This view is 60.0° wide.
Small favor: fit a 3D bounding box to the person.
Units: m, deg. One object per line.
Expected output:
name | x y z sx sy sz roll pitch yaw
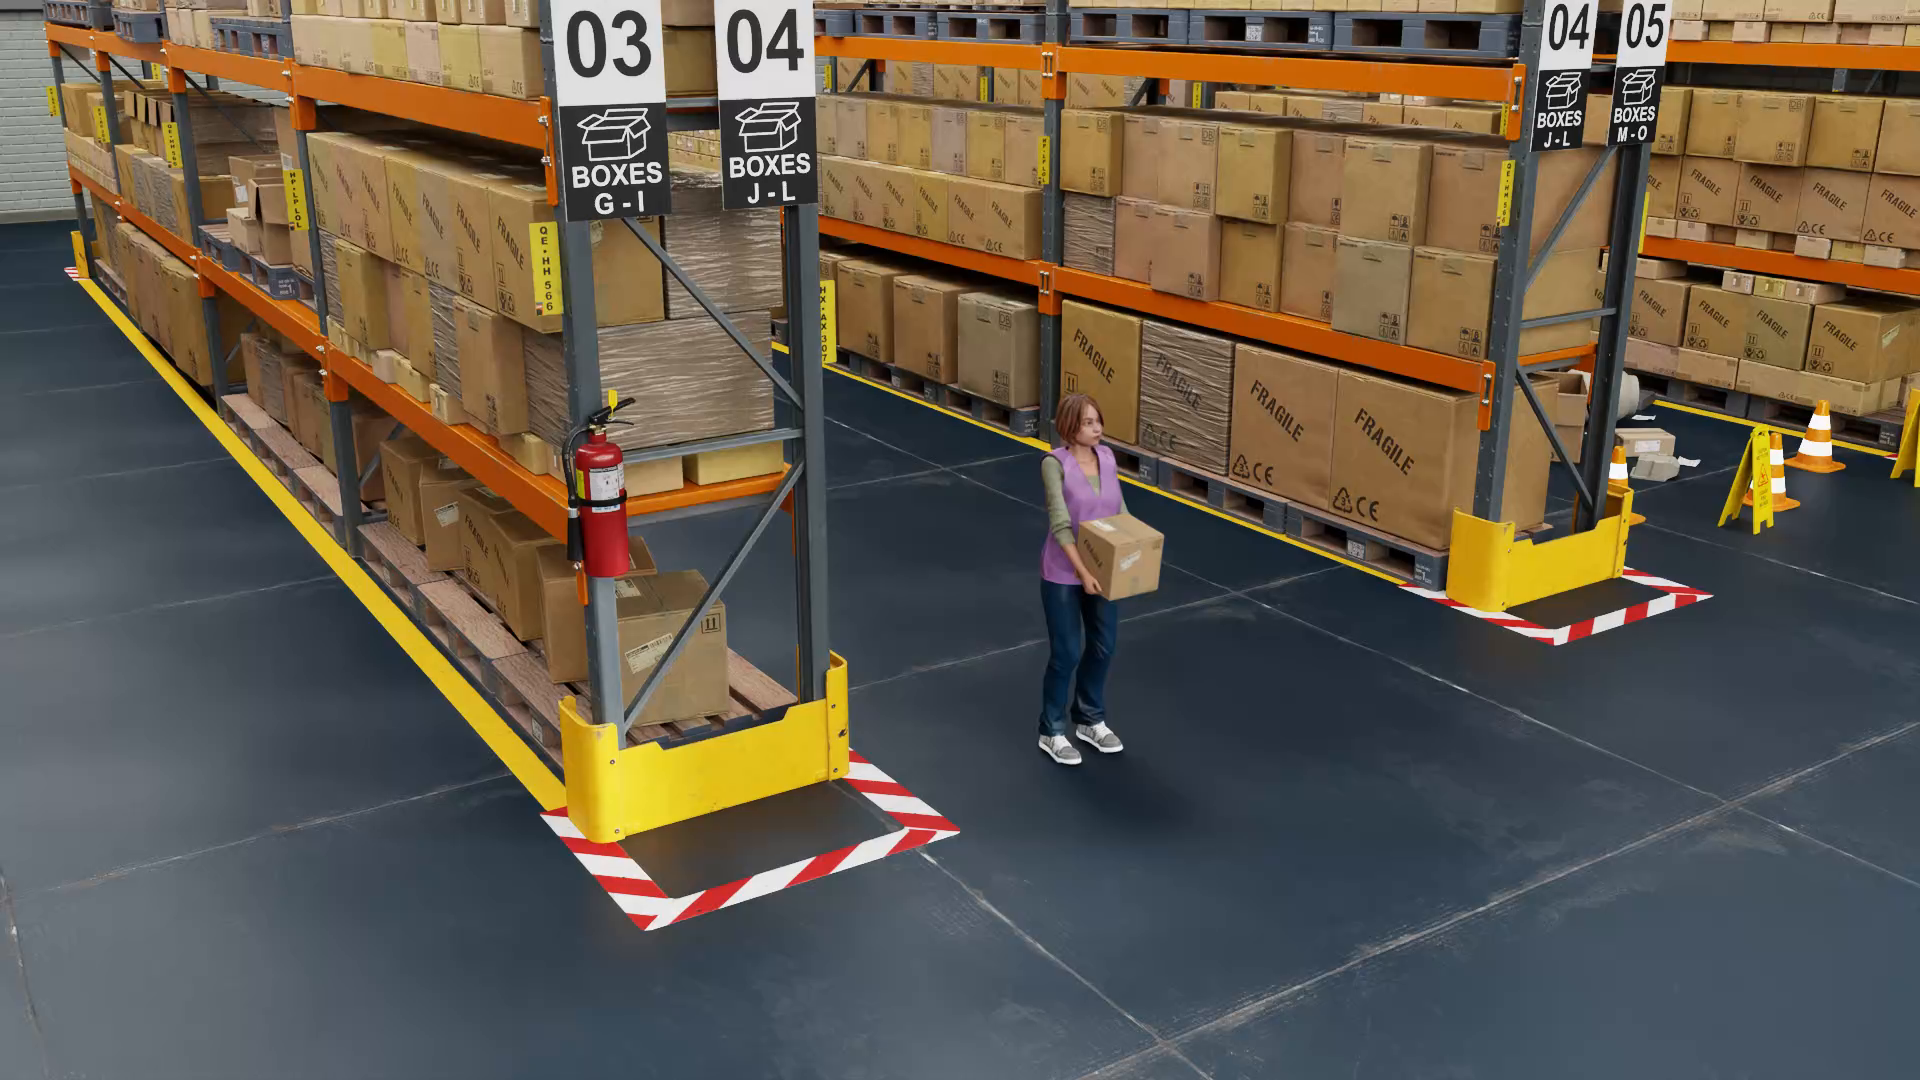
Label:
person | 0.558 0.184 7.029 0.404 1.590 0.492 -11 21 -30
